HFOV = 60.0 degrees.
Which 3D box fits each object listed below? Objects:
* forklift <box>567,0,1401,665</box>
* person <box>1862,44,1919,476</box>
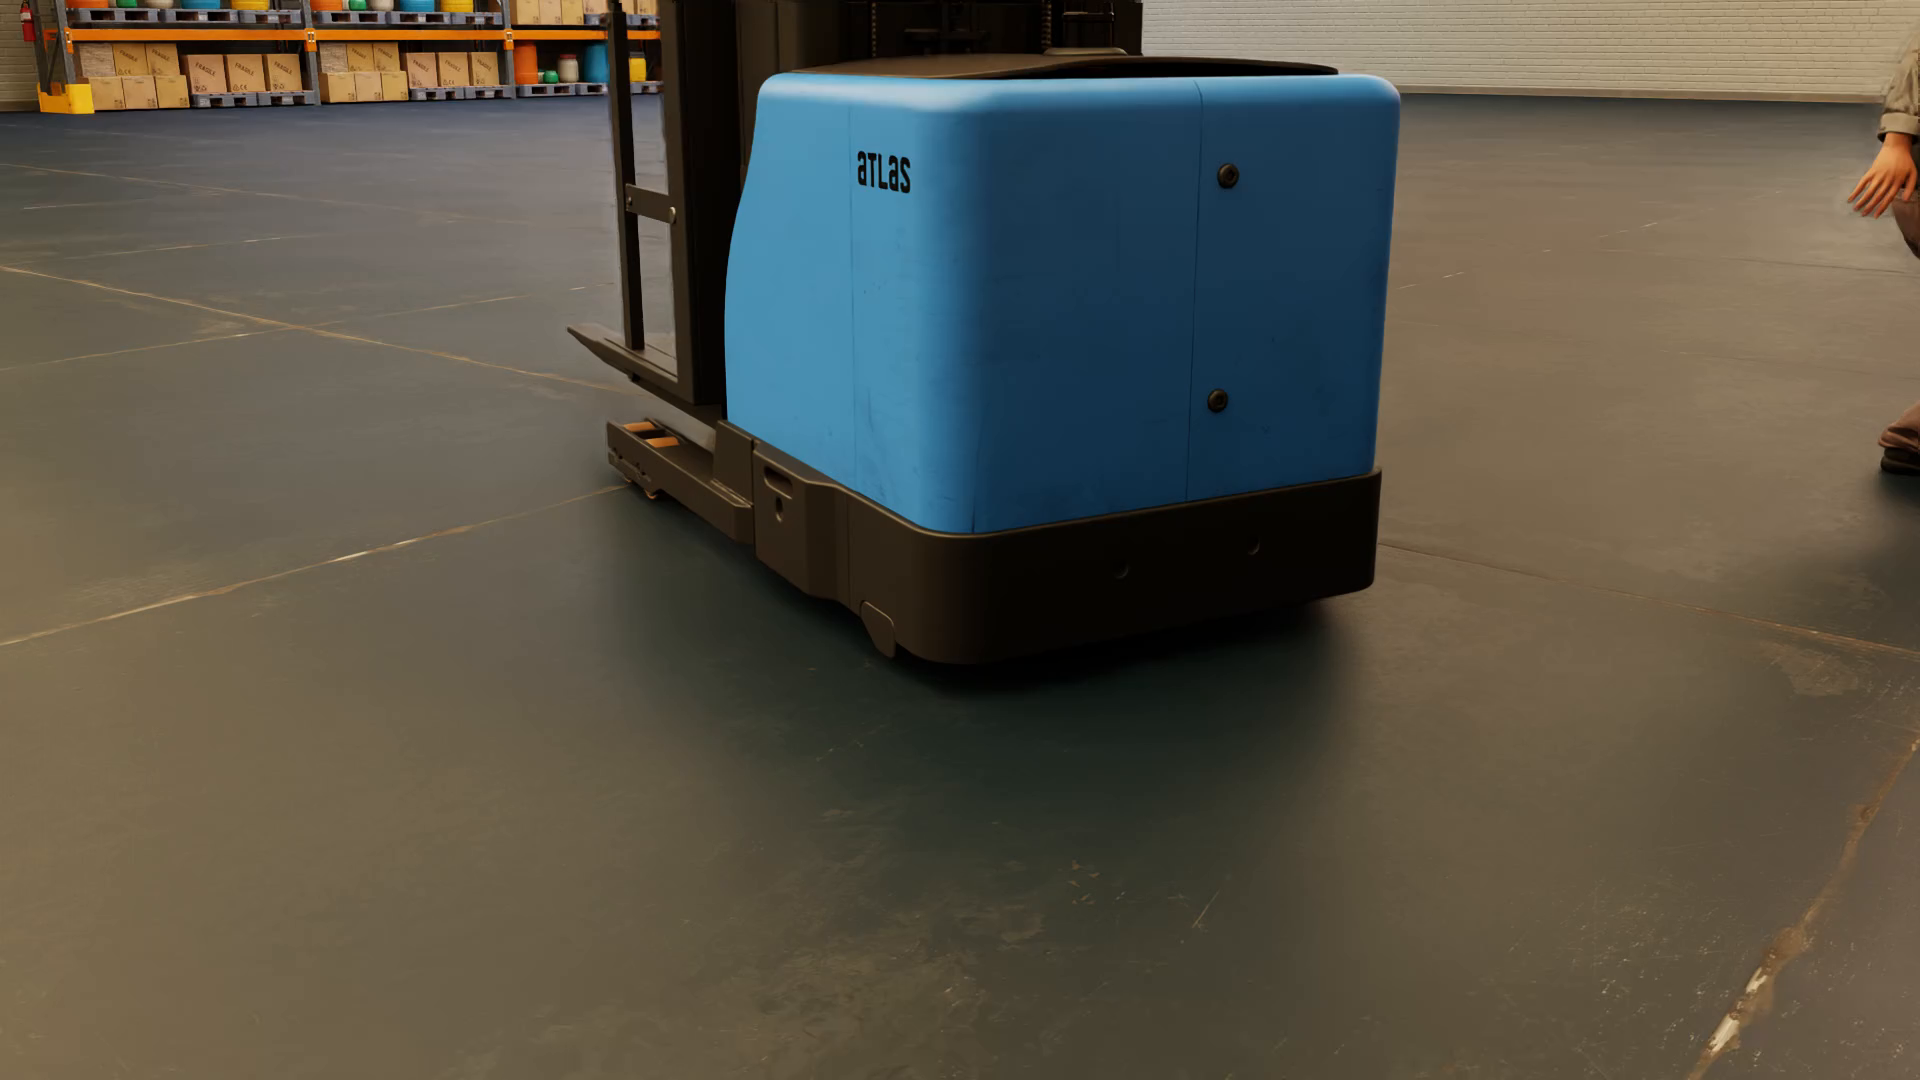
[{"bbox_3d":[-0.288,-1.559,4.031,1.130,2.935,3.031,-9,19,-27],"label":"forklift"},{"bbox_3d":[2.721,-0.838,4.075,0.770,1.555,0.745,15,22,40],"label":"person"}]
